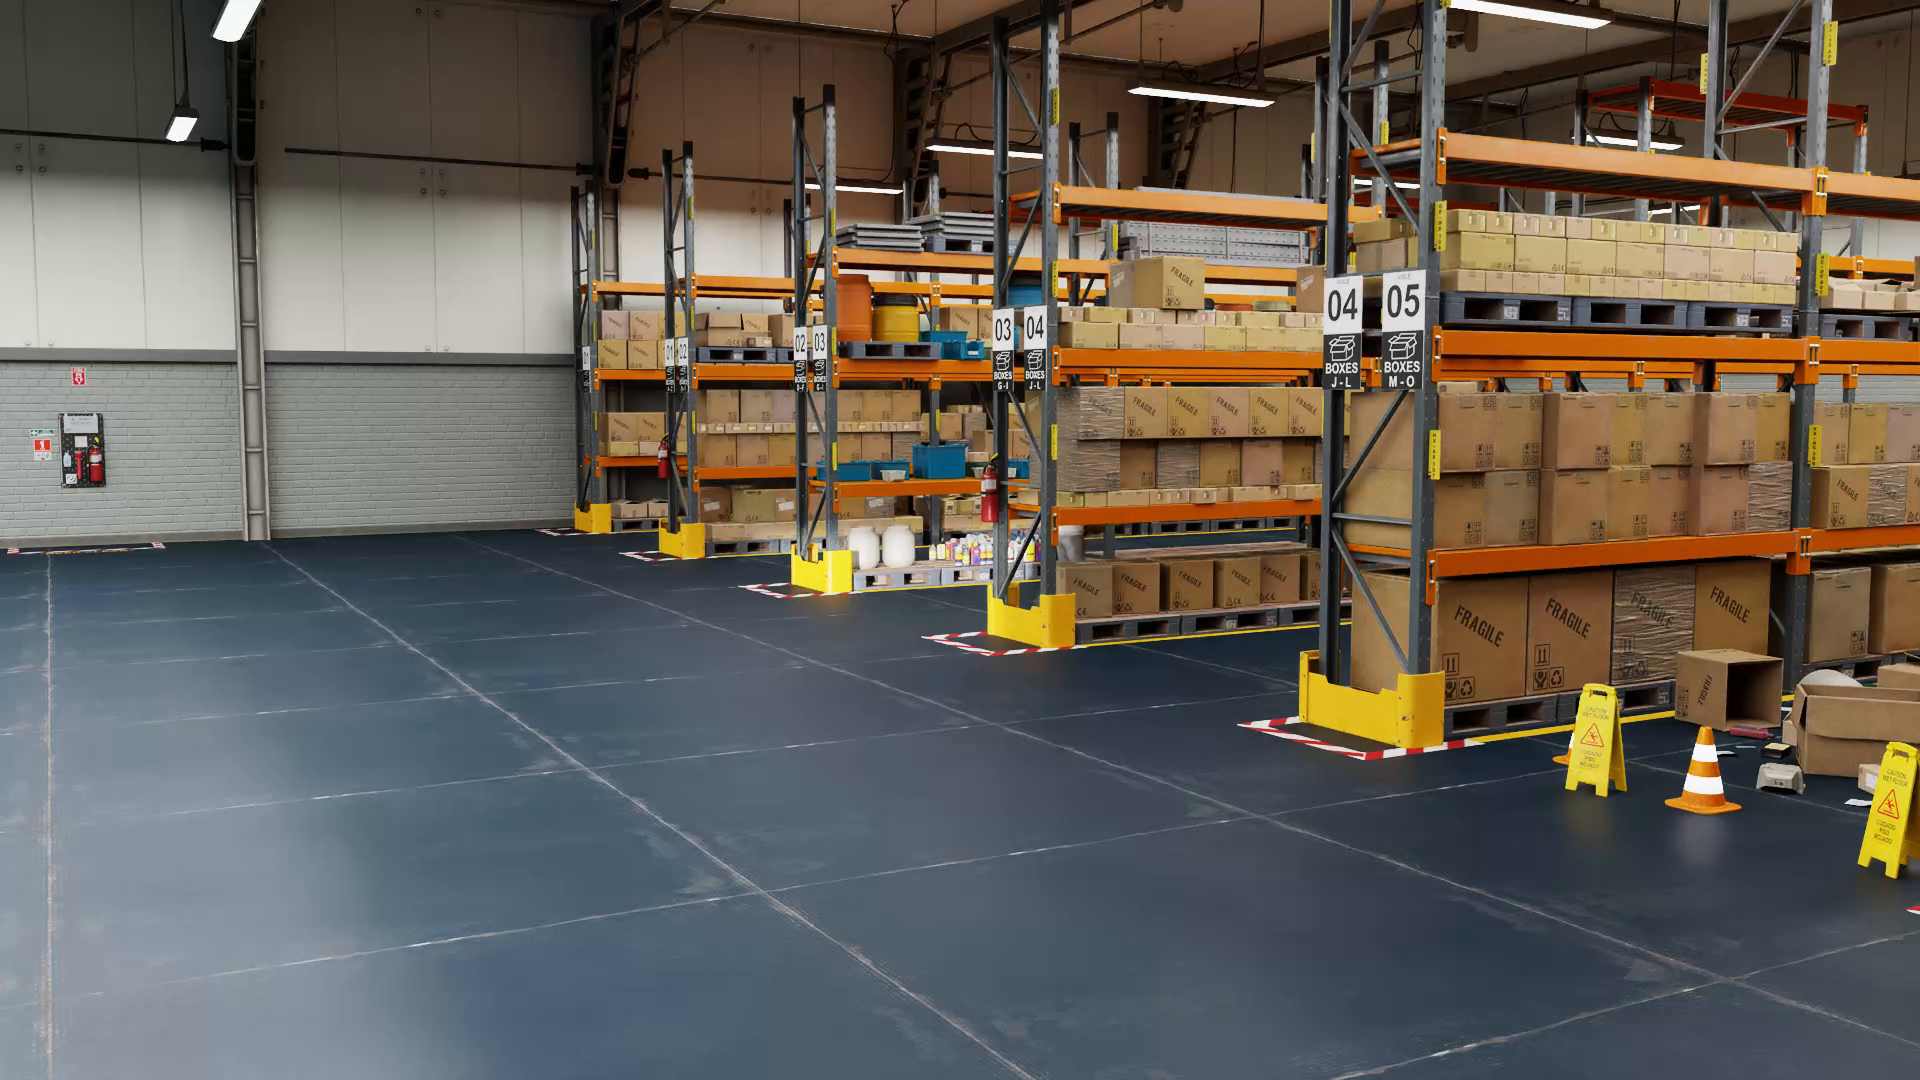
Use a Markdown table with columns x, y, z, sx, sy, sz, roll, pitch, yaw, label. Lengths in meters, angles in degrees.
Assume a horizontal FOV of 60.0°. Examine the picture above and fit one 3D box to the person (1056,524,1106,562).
| x | y | z | sx | sy | sz | roll | pitch | yaw | label |
| --- | --- | --- | --- | --- | --- | --- | --- | --- | --- |
| 1.242 | -0.061 | 17.853 | 0.587 | 1.761 | 0.502 | -2 | 6 | -25 | person |
